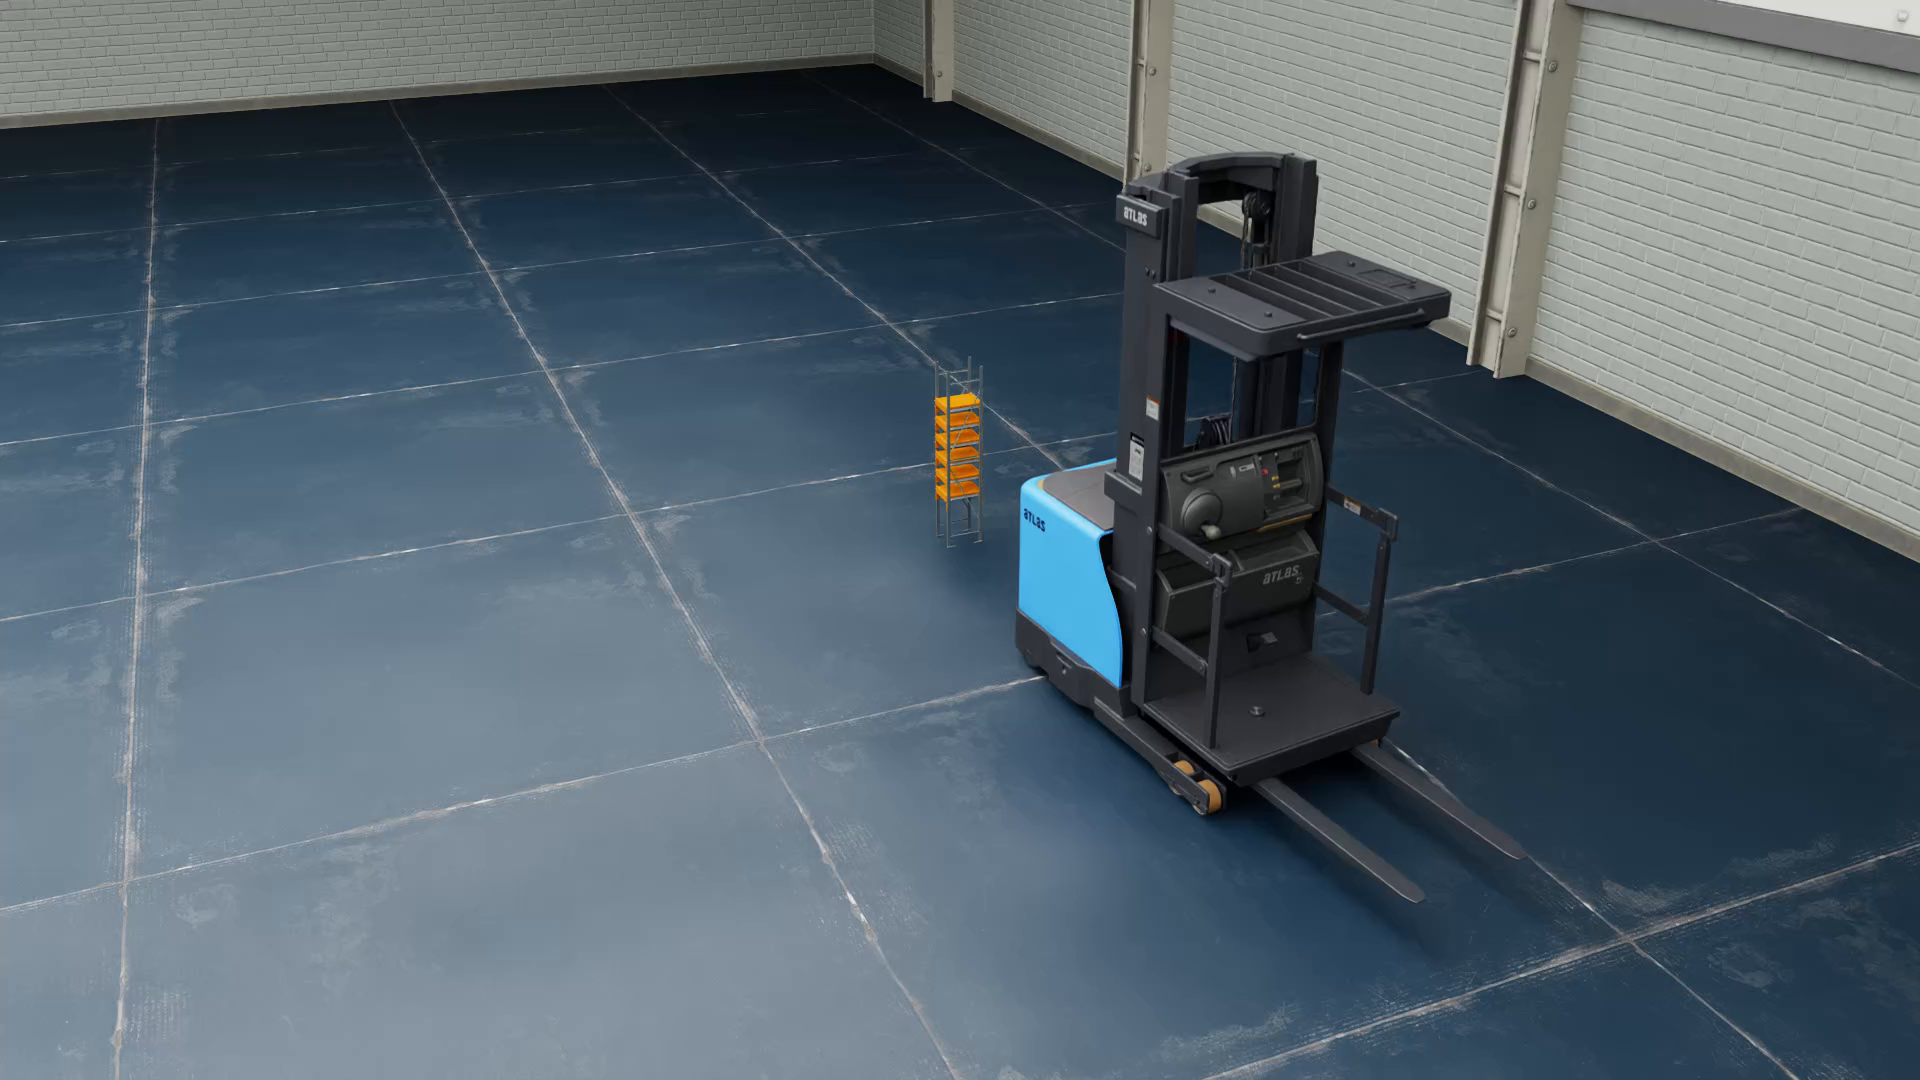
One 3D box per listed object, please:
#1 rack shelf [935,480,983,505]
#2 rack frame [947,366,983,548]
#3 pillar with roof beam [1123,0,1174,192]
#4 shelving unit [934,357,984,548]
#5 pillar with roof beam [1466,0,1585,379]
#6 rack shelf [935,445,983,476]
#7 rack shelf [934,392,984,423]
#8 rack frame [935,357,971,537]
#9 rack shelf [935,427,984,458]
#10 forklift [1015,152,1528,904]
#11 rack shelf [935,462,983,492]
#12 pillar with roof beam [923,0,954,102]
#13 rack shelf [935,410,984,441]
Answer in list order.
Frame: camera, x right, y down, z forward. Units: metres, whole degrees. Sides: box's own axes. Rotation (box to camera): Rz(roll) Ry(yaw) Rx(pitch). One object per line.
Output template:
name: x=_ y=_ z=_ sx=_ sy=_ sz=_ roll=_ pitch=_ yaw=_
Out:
rack shelf: x=-0.006 y=-0.289 z=10.624 sx=0.258 sy=0.103 sz=0.180 roll=-11 pitch=28 yaw=-21
rack frame: x=0.030 y=-0.508 z=10.423 sx=0.240 sy=1.200 sz=0.006 roll=-11 pitch=28 yaw=-21
pillar with roof beam: x=-1.913 y=-7.134 z=15.104 sx=9.100 sy=9.000 sz=0.400 roll=-11 pitch=28 yaw=-21
shelving unit: x=-0.006 y=-0.545 z=10.499 sx=0.258 sy=1.200 sz=0.189 roll=-11 pitch=28 yaw=-21
pillar with roof beam: x=0.437 y=-4.712 z=10.143 sx=9.100 sy=9.000 sz=0.400 roll=-11 pitch=28 yaw=-21
rack shelf: x=-0.006 y=-0.505 z=10.518 sx=0.258 sy=0.103 sz=0.180 roll=-11 pitch=28 yaw=-21
rack shelf: x=-0.006 y=-0.829 z=10.360 sx=0.258 sy=0.103 sz=0.180 roll=-11 pitch=28 yaw=-21
rack frame: x=-0.042 y=-0.582 z=10.574 sx=0.240 sy=1.200 sz=0.006 roll=-11 pitch=28 yaw=-21
rack shelf: x=-0.006 y=-0.613 z=10.466 sx=0.258 sy=0.103 sz=0.180 roll=-11 pitch=28 yaw=-21
forklift: x=1.480 y=-0.220 z=7.860 sx=1.130 sy=2.935 sz=3.031 roll=-14 pitch=29 yaw=-26
rack shelf: x=-0.006 y=-0.397 z=10.571 sx=0.258 sy=0.103 sz=0.180 roll=-11 pitch=28 yaw=-21
pillar with roof beam: x=-4.263 y=-9.556 z=20.066 sx=9.100 sy=9.000 sz=0.400 roll=-11 pitch=28 yaw=-21
rack shelf: x=-0.006 y=-0.721 z=10.413 sx=0.258 sy=0.103 sz=0.180 roll=-11 pitch=28 yaw=-21
